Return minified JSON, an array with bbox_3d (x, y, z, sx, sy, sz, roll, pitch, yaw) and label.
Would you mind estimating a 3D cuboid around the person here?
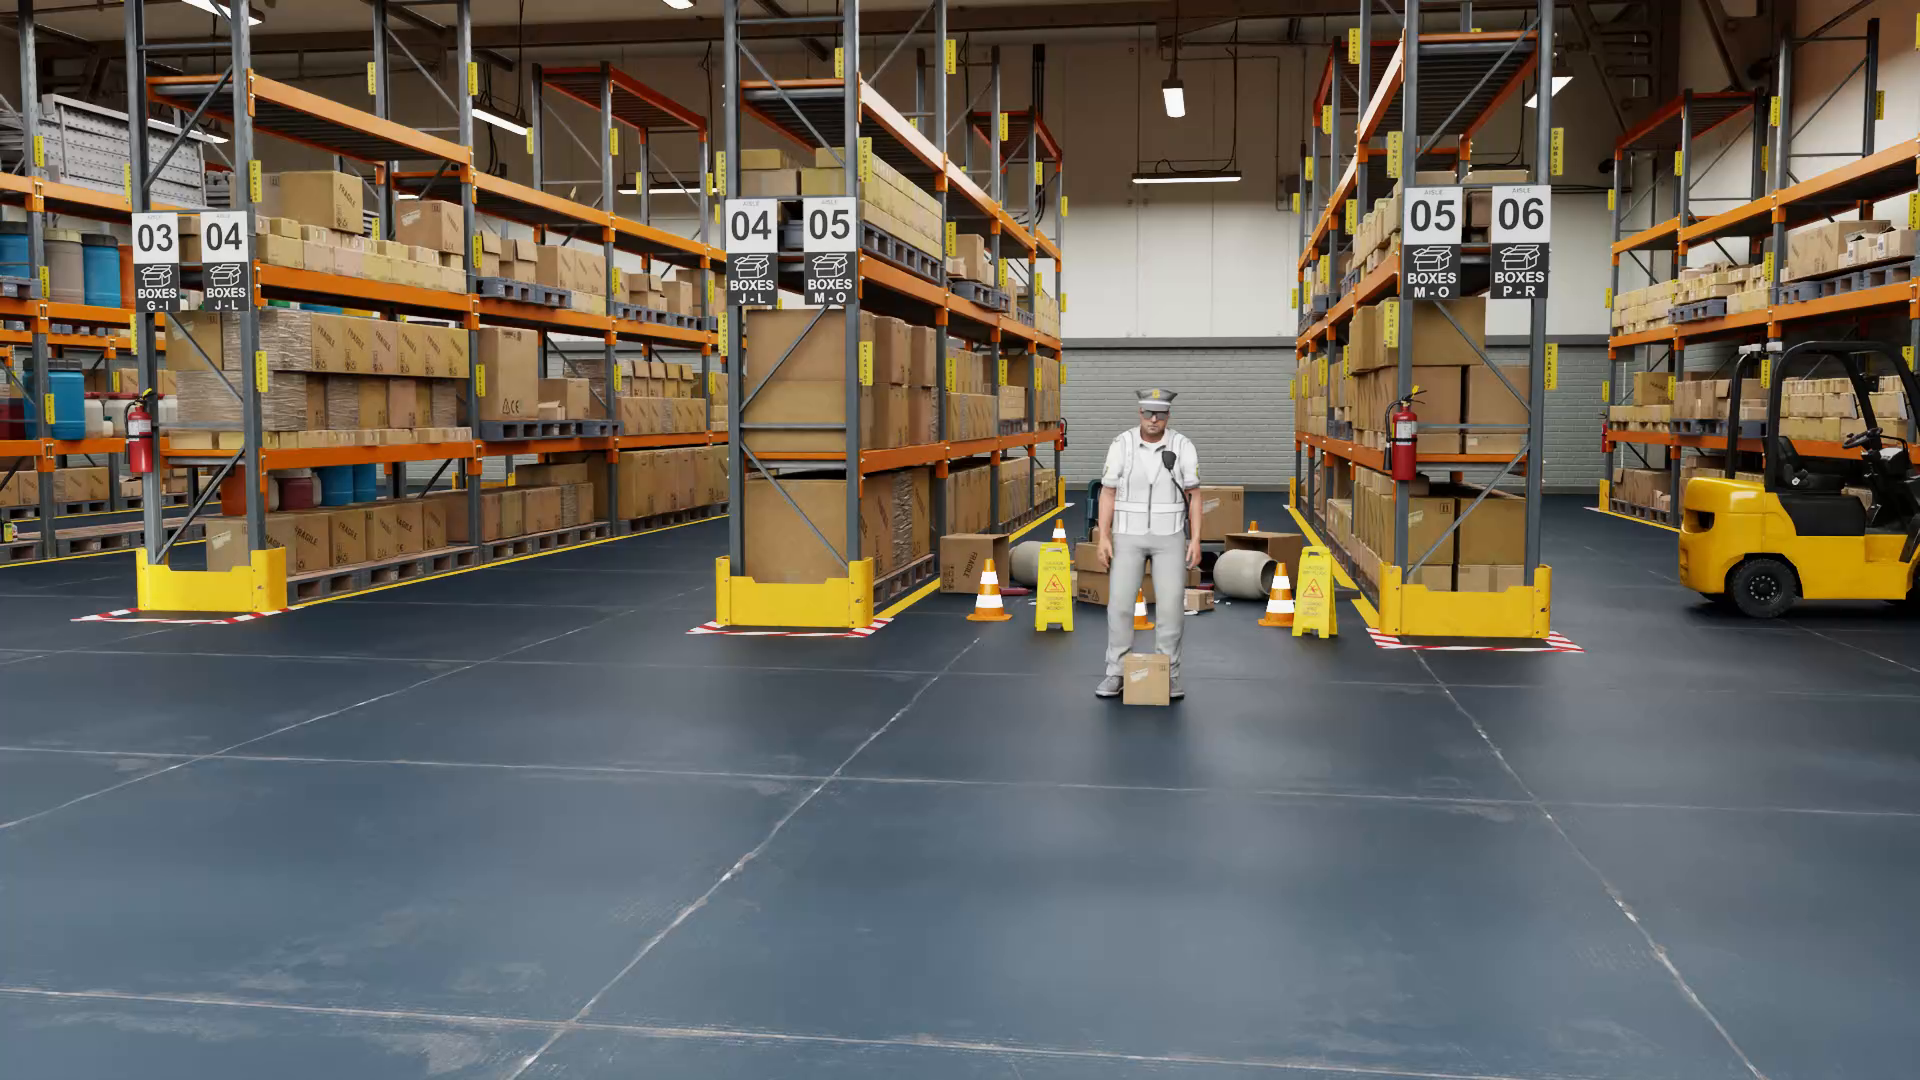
[{"bbox_3d":[1.083,0.007,9.492,0.595,1.748,0.433,1,4,7],"label":"person"}]
